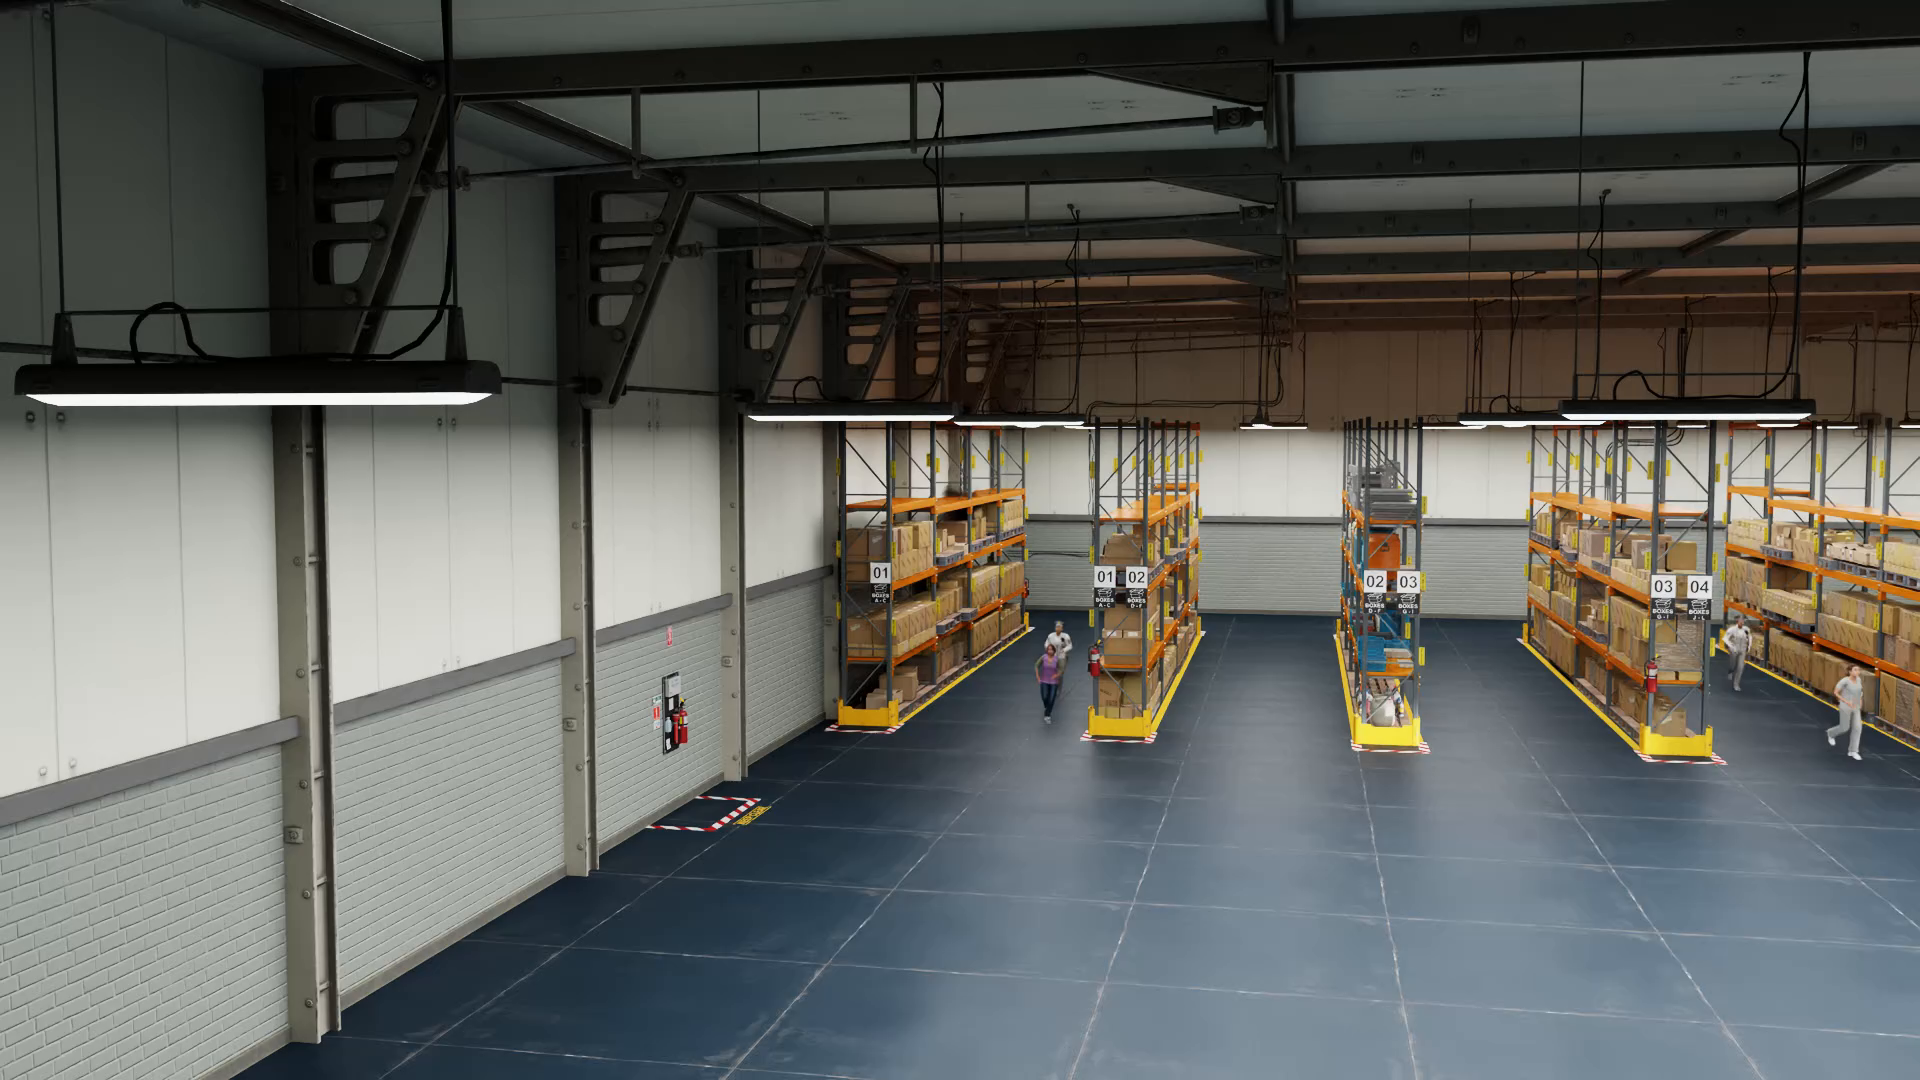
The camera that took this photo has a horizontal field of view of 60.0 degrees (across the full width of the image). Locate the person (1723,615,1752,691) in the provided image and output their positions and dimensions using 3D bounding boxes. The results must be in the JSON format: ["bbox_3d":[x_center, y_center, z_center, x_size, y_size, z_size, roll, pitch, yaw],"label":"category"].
[{"bbox_3d":[17.374,2.491,37.153,0.642,1.683,0.843,1,4,10],"label":"person"}]

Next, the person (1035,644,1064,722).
[{"bbox_3d":[1.749,2.824,32.631,0.585,1.549,0.508,0,4,5],"label":"person"}]

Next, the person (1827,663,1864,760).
[{"bbox_3d":[15.724,2.994,29.440,0.588,1.660,0.913,-1,4,-10],"label":"person"}]

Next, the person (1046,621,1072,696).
[{"bbox_3d":[2.118,2.556,35.867,0.611,1.650,0.632,1,4,12],"label":"person"}]
